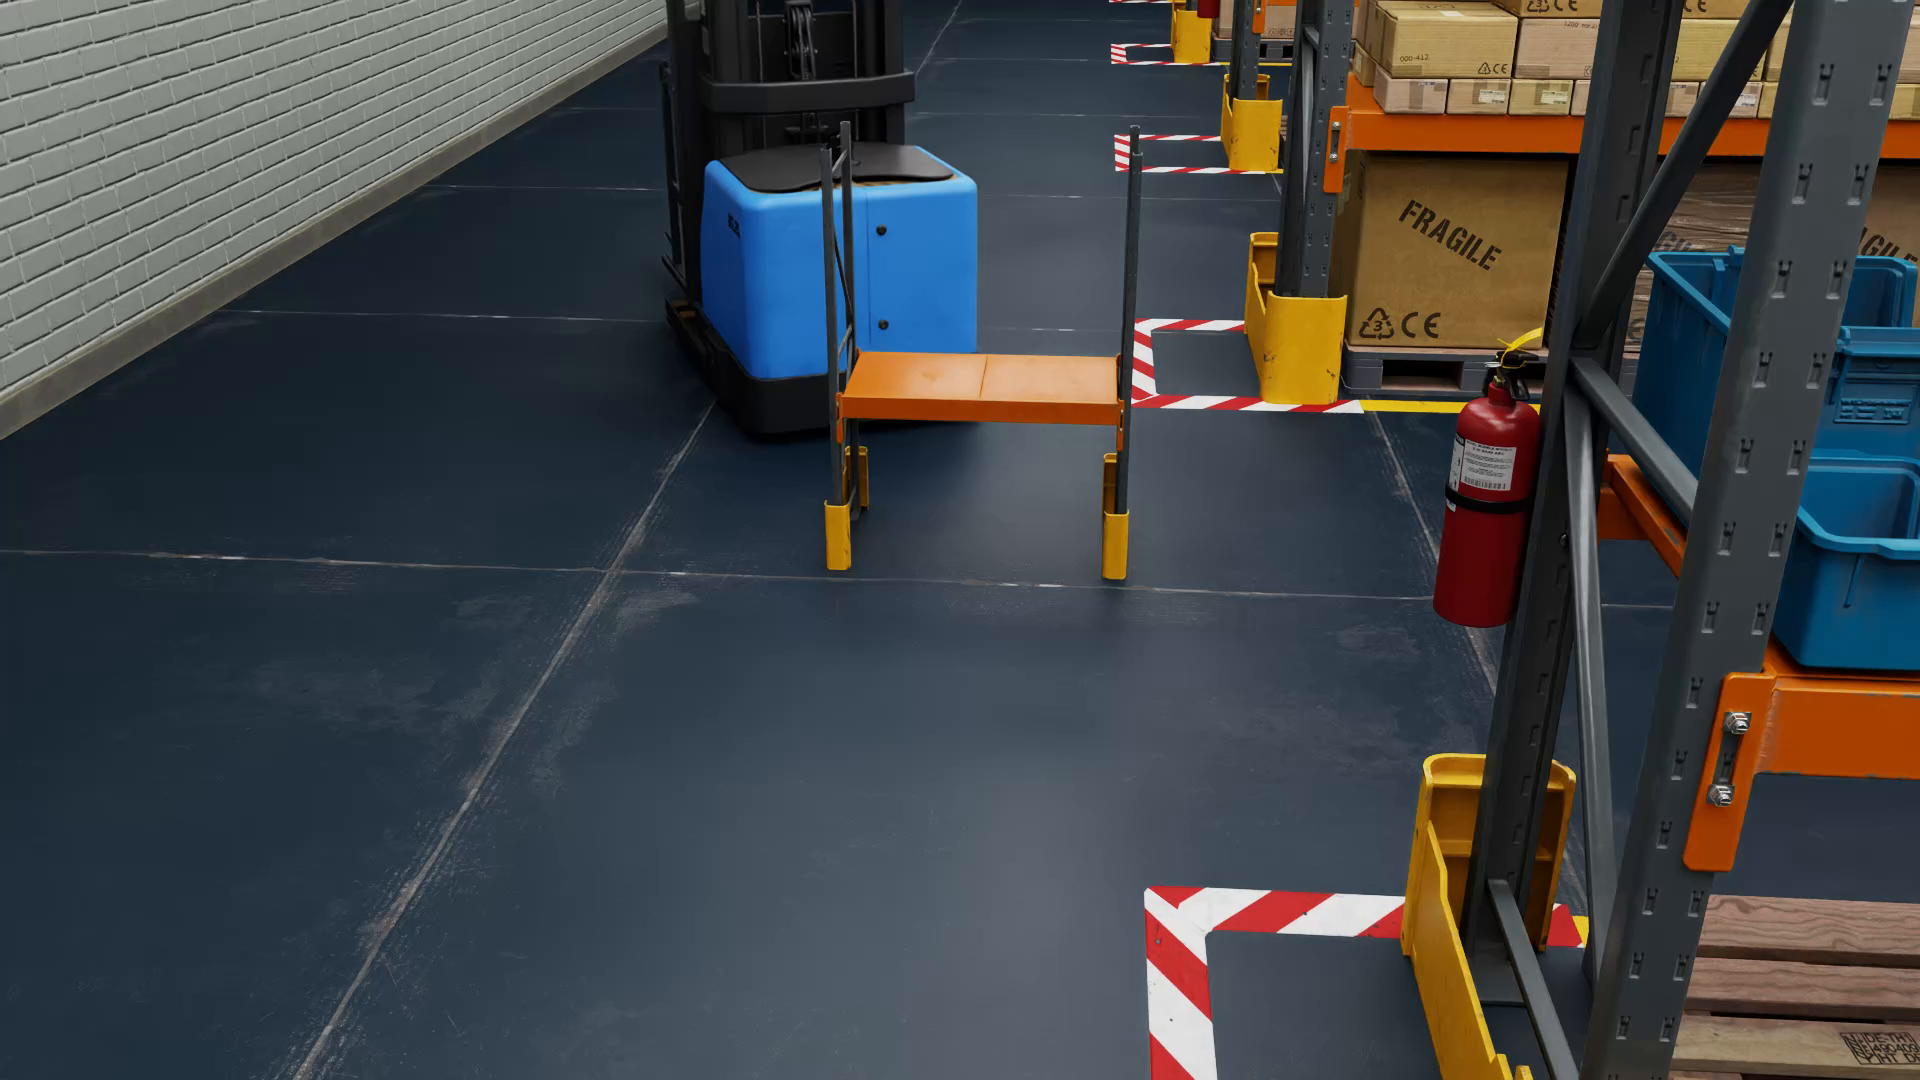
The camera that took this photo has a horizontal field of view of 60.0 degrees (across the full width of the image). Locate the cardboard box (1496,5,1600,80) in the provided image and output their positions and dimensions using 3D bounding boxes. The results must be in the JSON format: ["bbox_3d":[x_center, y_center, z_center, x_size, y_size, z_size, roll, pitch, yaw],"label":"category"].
[{"bbox_3d":[2.599,-2.148,7.153,0.500,0.250,0.500,2,25,3],"label":"cardboard box"}]

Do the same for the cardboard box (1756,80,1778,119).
[{"bbox_3d":[3.485,-1.911,7.115,0.250,0.149,0.380,1,25,3],"label":"cardboard box"}]

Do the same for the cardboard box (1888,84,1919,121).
[{"bbox_3d":[4.000,-1.895,7.080,0.250,0.149,0.380,1,25,3],"label":"cardboard box"}]

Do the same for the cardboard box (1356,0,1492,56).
[{"bbox_3d":[2.126,-2.385,7.668,0.500,0.250,0.500,1,25,3],"label":"cardboard box"}]

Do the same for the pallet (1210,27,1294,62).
[{"bbox_3d":[3.184,-5.093,17.066,1.213,0.211,1.003,2,25,4],"label":"pallet"}]

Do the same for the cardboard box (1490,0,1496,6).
[{"bbox_3d":[2.632,-2.368,7.632,0.500,0.250,0.500,1,25,3],"label":"cardboard box"}]

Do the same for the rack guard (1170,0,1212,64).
[{"bbox_3d":[2.357,-5.218,16.992,0.348,0.500,1.175,2,25,4],"label":"rack guard"}]

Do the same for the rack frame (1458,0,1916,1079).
[{"bbox_3d":[1.243,-0.158,3.006,0.127,3.000,1.000,2,25,4],"label":"rack frame"}]

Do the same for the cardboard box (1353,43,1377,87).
[{"bbox_3d":[2.003,-2.234,7.818,0.250,0.149,0.380,2,25,5],"label":"cardboard box"}]

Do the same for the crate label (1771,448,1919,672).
[{"bbox_3d":[1.464,0.036,2.713,0.303,0.233,0.416,2,25,4],"label":"crate label"}]

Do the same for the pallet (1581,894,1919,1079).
[{"bbox_3d":[2.063,1.151,3.496,1.213,0.211,1.003,2,25,4],"label":"pallet"}]

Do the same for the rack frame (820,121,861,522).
[{"bbox_3d":[-0.422,-0.695,5.966,0.032,1.500,0.500,2,25,4],"label":"rack frame"}]

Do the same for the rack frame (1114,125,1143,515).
[{"bbox_3d":[0.592,-0.662,5.895,0.032,1.500,0.500,2,25,4],"label":"rack frame"}]

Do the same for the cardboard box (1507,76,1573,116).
[{"bbox_3d":[2.462,-1.944,7.187,0.250,0.149,0.380,1,25,3],"label":"cardboard box"}]

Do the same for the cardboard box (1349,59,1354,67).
[{"bbox_3d":[2.896,-3.509,12.485,0.250,0.149,0.380,2,25,5],"label":"cardboard box"}]

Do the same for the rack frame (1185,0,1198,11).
[{"bbox_3d":[2.381,-6.353,16.468,0.127,3.000,1.000,2,25,4],"label":"rack frame"}]

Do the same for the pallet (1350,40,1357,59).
[{"bbox_3d":[4.398,-5.053,16.979,1.213,0.211,1.003,2,25,4],"label":"pallet"}]

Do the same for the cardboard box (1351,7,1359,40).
[{"bbox_3d":[3.960,-5.375,16.905,0.875,0.438,0.875,2,25,5],"label":"cardboard box"}]

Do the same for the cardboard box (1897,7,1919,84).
[{"bbox_3d":[4.125,-2.098,7.045,0.500,0.250,0.500,2,25,5],"label":"cardboard box"}]

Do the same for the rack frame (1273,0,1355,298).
[{"bbox_3d":[1.623,-2.223,7.492,0.127,3.000,1.000,2,25,4],"label":"rack frame"}]

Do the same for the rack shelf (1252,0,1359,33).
[{"bbox_3d":[4.097,-3.896,11.989,4.000,0.370,1.077,2,25,4],"label":"rack shelf"}]

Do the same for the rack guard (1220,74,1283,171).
[{"bbox_3d":[2.179,-3.149,12.495,0.348,0.500,1.175,2,25,4],"label":"rack guard"}]

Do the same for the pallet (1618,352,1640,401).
[{"bbox_3d":[3.639,-0.923,8.003,1.213,0.211,1.003,2,25,4],"label":"pallet"}]

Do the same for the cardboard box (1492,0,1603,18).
[{"bbox_3d":[2.579,-2.486,6.992,0.500,0.500,0.500,1,25,3],"label":"cardboard box"}]

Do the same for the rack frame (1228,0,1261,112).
[{"bbox_3d":[2.103,-4.287,11.978,0.127,3.000,1.000,2,25,4],"label":"rack frame"}]

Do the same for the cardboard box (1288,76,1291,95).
[{"bbox_3d":[2.651,-3.420,12.645,0.250,0.149,0.380,1,25,3],"label":"cardboard box"}]

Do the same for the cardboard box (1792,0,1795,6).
[{"bbox_3d":[3.659,-2.337,7.564,0.500,0.250,0.500,2,25,4],"label":"cardboard box"}]

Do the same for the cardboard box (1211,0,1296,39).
[{"bbox_3d":[3.047,-5.400,16.961,0.875,0.438,0.875,1,25,2],"label":"cardboard box"}]

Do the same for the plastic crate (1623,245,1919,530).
[{"bbox_3d":[1.592,-0.269,3.132,0.499,0.435,0.616,2,25,4],"label":"plastic crate"}]

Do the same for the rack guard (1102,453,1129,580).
[{"bbox_3d":[0.573,-0.095,6.158,0.087,0.250,0.587,2,25,4],"label":"rack guard"}]

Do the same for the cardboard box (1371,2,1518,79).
[{"bbox_3d":[2.080,-2.162,7.183,0.500,0.250,0.500,1,25,3],"label":"cardboard box"}]

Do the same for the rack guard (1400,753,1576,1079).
[{"bbox_3d":[1.218,0.982,3.518,0.348,0.500,1.175,2,25,4],"label":"rack guard"}]

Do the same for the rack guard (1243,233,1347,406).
[{"bbox_3d":[1.599,-1.088,8.016,0.348,0.500,1.175,2,25,4],"label":"rack guard"}]

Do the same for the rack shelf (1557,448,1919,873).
[{"bbox_3d":[3.237,0.232,3.017,4.000,0.370,1.077,2,25,4],"label":"rack shelf"}]

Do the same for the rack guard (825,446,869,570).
[{"bbox_3d":[-0.421,-0.127,6.227,0.087,0.250,0.587,2,25,4],"label":"rack guard"}]

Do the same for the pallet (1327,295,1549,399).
[{"bbox_3d":[2.426,-0.963,8.090,1.213,0.211,1.003,2,25,4],"label":"pallet"}]

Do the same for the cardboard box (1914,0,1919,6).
[{"bbox_3d":[4.143,-2.658,7.364,0.500,0.500,0.500,1,25,2],"label":"cardboard box"}]

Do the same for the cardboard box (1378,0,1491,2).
[{"bbox_3d":[2.128,-2.724,7.509,0.500,0.500,0.500,2,25,5],"label":"cardboard box"}]

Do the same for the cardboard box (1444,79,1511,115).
[{"bbox_3d":[2.207,-1.952,7.204,0.250,0.149,0.380,1,25,3],"label":"cardboard box"}]

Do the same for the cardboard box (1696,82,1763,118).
[{"bbox_3d":[3.233,-1.920,7.134,0.250,0.149,0.380,2,25,3],"label":"cardboard box"}]

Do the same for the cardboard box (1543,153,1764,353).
[{"bbox_3d":[3.174,-1.432,7.813,0.875,0.875,0.875,2,25,4],"label":"cardboard box"}]

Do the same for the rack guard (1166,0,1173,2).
[{"bbox_3d":[2.833,-7.284,21.482,0.348,0.500,1.175,2,25,4],"label":"rack guard"}]

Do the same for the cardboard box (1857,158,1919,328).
[{"bbox_3d":[4.061,-1.404,7.751,0.875,0.875,0.875,2,25,4],"label":"cardboard box"}]

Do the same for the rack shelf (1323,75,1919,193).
[{"bbox_3d":[3.617,-1.832,7.503,4.000,0.370,1.077,2,25,4],"label":"rack shelf"}]

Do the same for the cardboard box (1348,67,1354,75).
[{"bbox_3d":[2.883,-3.336,12.107,0.250,0.149,0.380,2,25,5],"label":"cardboard box"}]

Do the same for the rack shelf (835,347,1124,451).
[{"bbox_3d":[0.085,-0.515,6.006,1.000,0.185,0.538,2,25,4],"label":"rack shelf"}]

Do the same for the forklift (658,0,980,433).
[{"bbox_3d":[-0.879,-2.375,7.906,1.130,2.935,3.031,-8,26,-18],"label":"forklift"}]

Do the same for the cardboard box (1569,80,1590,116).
[{"bbox_3d":[2.723,-1.936,7.170,0.250,0.149,0.380,1,25,3],"label":"cardboard box"}]

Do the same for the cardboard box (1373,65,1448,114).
[{"bbox_3d":[1.951,-1.960,7.221,0.250,0.149,0.380,2,25,5],"label":"cardboard box"}]

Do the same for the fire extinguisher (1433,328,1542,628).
[{"bbox_3d":[1.128,-0.148,3.522,0.183,0.674,0.296,2,25,4],"label":"fire extinguisher"}]

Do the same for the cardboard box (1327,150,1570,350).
[{"bbox_3d":[2.267,-1.461,7.876,0.875,0.875,0.875,2,25,4],"label":"cardboard box"}]

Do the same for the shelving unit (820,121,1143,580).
[{"bbox_3d":[0.076,-0.679,5.931,1.083,1.500,0.587,2,25,4],"label":"shelving unit"}]

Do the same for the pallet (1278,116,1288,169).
[{"bbox_3d":[2.986,-2.977,12.467,1.213,0.211,1.003,2,25,4],"label":"pallet"}]

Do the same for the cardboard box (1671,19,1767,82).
[{"bbox_3d":[3.100,-2.130,7.115,0.500,0.250,0.500,1,25,2],"label":"cardboard box"}]

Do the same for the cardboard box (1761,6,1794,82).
[{"bbox_3d":[3.621,-2.116,7.083,0.500,0.250,0.500,1,25,3],"label":"cardboard box"}]

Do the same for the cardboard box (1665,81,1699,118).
[{"bbox_3d":[2.976,-1.928,7.151,0.250,0.149,0.380,1,25,3],"label":"cardboard box"}]

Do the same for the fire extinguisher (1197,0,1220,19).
[{"bbox_3d":[1.887,-4.283,12.507,0.183,0.674,0.296,2,25,4],"label":"fire extinguisher"}]

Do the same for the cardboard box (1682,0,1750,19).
[{"bbox_3d":[3.096,-2.472,6.961,0.500,0.500,0.500,1,25,3],"label":"cardboard box"}]
